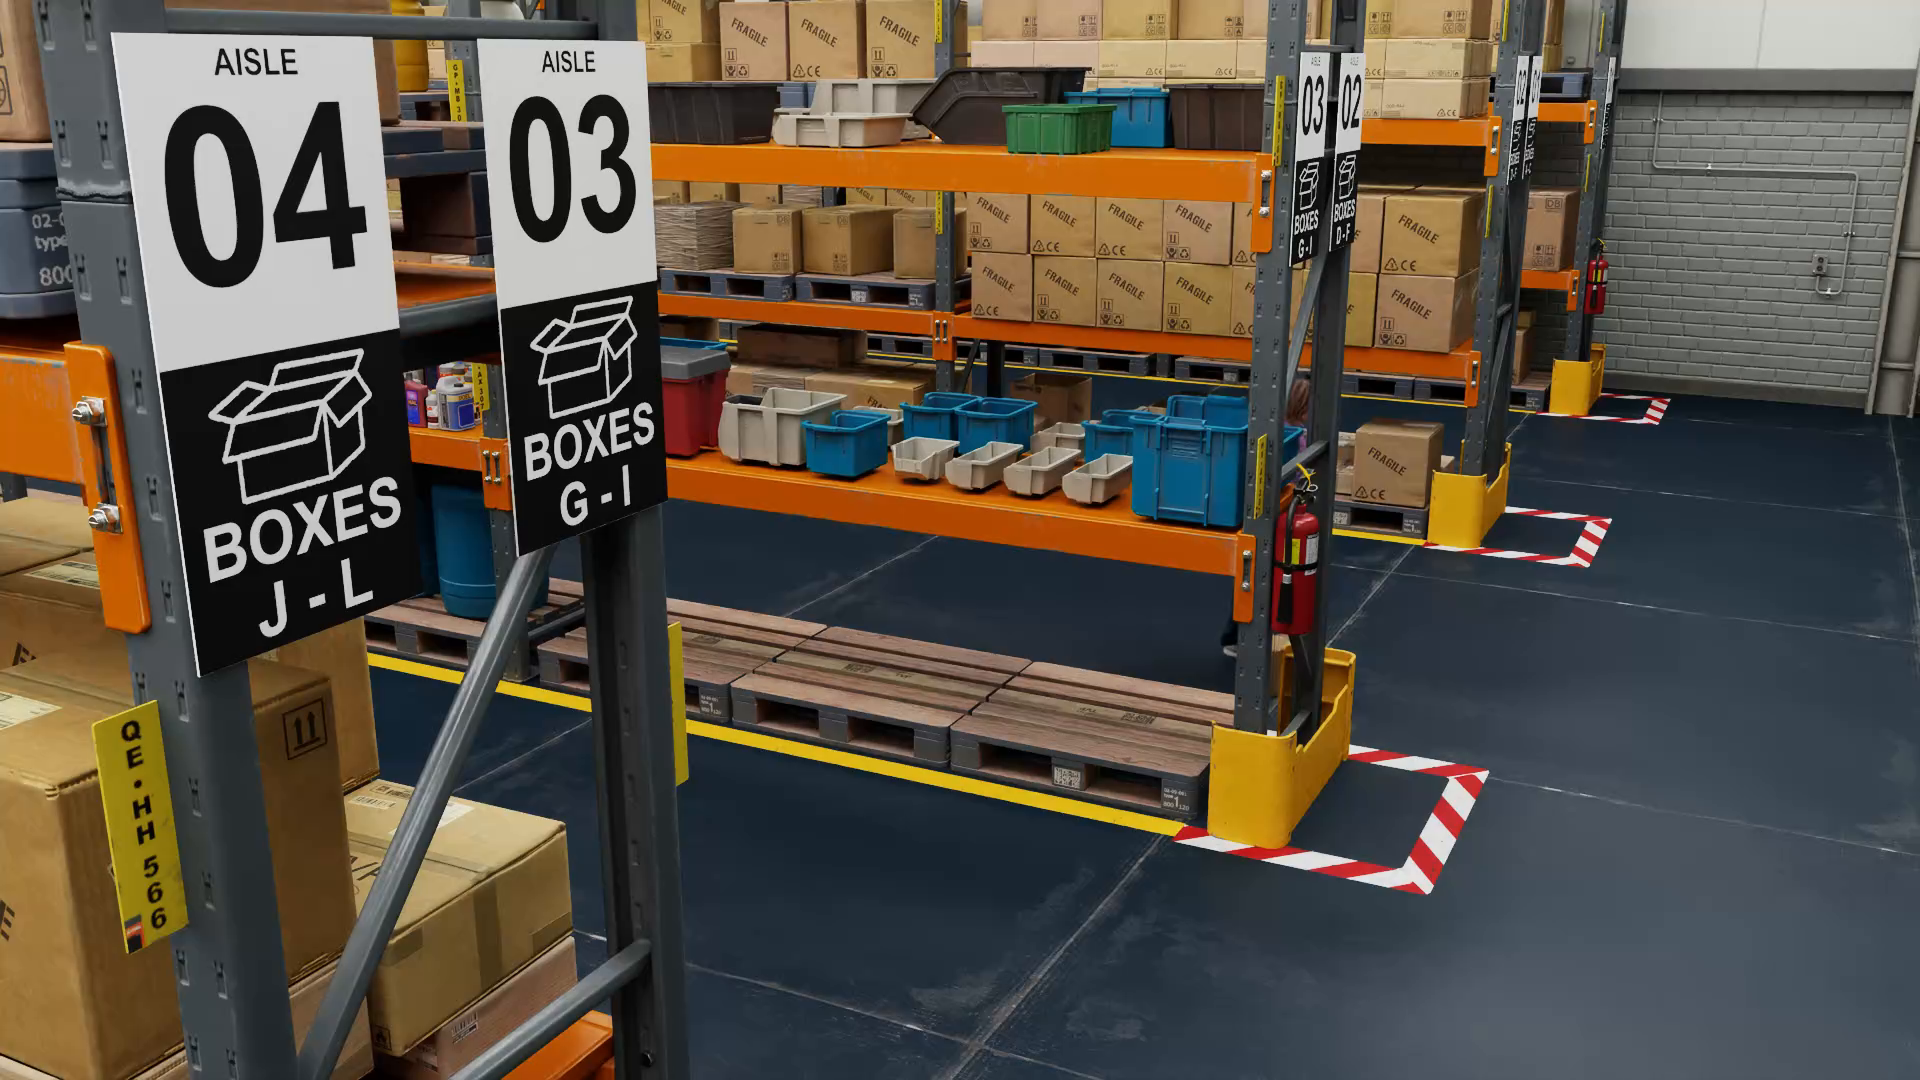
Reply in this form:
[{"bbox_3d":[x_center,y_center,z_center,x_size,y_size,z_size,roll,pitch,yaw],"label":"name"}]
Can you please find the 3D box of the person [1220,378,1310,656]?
[{"bbox_3d":[1.713,-0.046,8.754,0.633,1.634,0.485,4,16,12],"label":"person"}]
